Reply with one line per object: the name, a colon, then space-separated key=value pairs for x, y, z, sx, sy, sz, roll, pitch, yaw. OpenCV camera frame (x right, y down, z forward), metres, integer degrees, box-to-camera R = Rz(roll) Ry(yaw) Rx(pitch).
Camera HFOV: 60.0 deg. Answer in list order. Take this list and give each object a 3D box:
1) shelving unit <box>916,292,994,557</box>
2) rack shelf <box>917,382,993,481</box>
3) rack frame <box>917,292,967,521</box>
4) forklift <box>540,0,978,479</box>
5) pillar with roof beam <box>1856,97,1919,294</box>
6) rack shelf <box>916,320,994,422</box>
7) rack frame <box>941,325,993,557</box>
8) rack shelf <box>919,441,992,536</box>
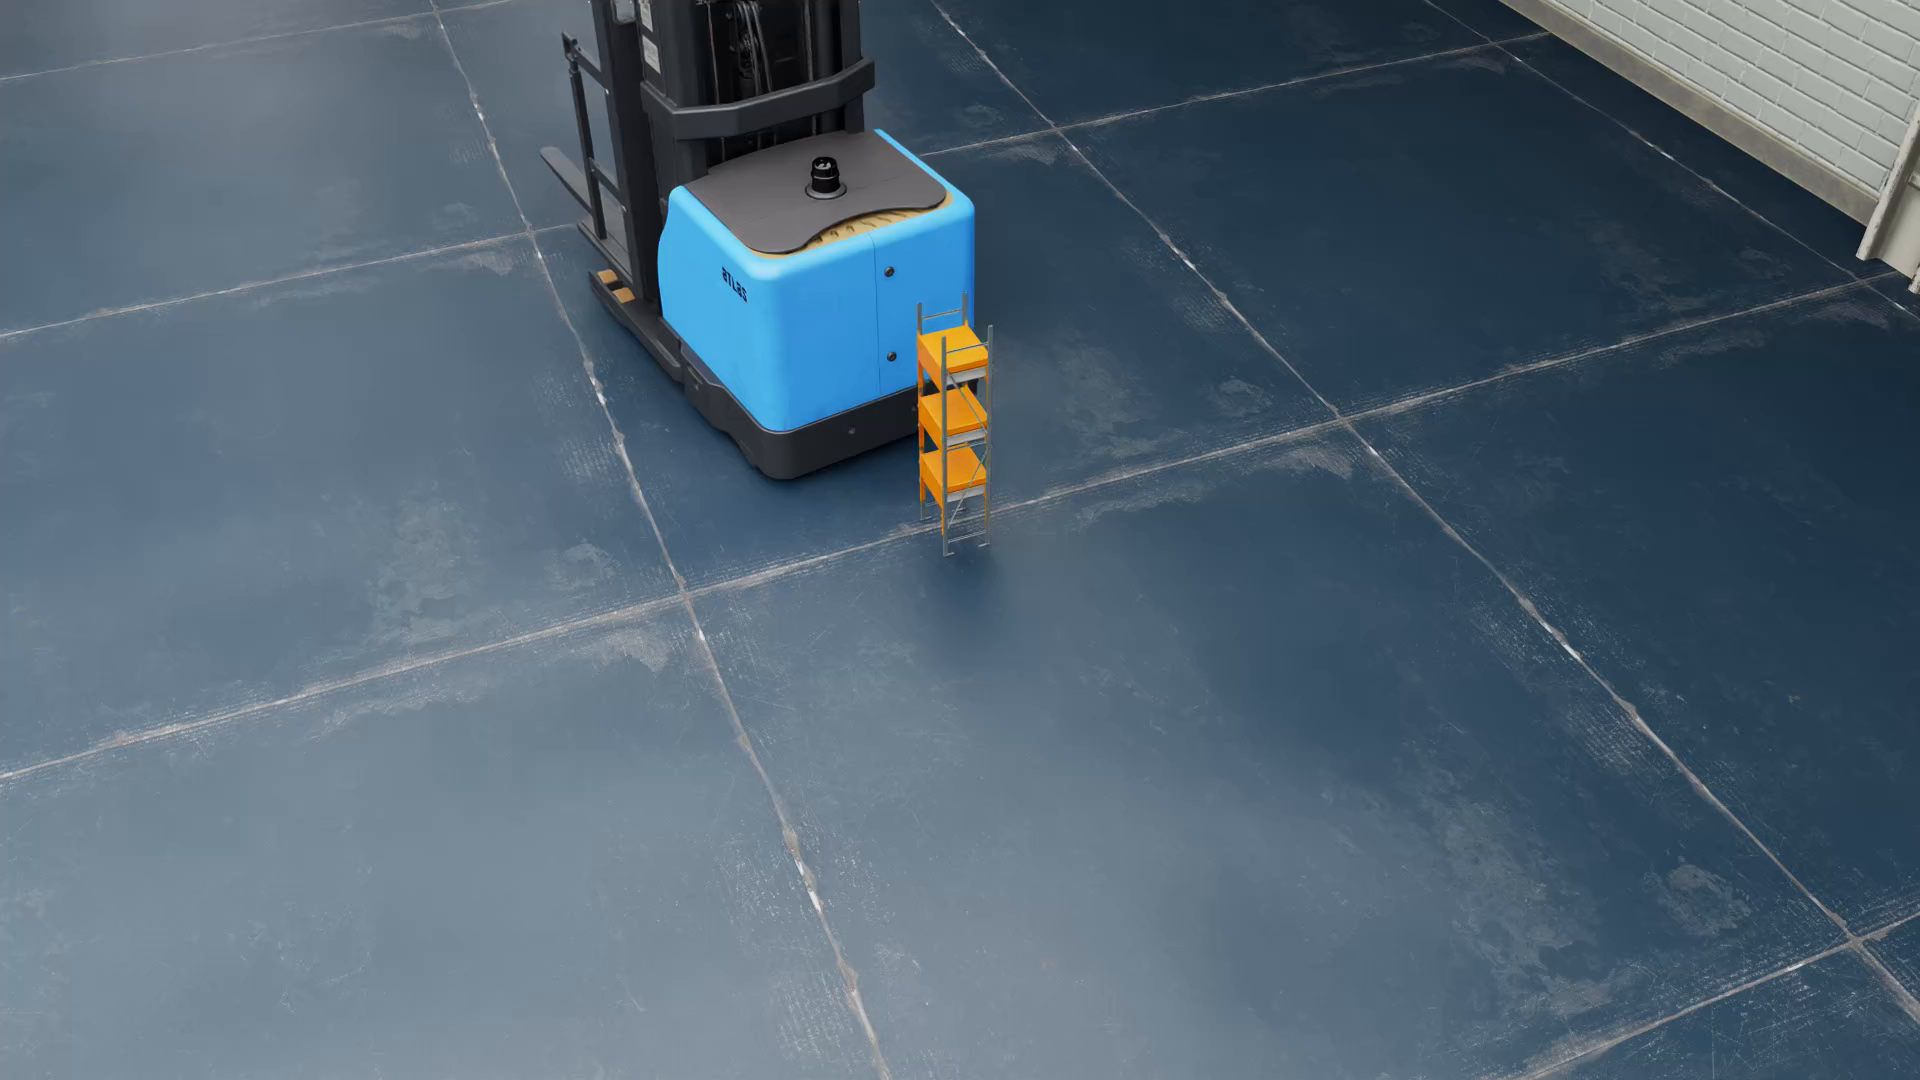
shelving unit: x=-0.020 y=-0.430 z=6.445 sx=0.215 sy=1.050 sz=0.252 roll=-15 pitch=43 yaw=-17
rack shelf: x=-0.020 y=-0.422 z=6.452 sx=0.215 sy=0.259 sz=0.240 roll=-15 pitch=43 yaw=-17
rack frame: x=-0.067 y=-0.504 z=6.531 sx=0.200 sy=1.050 sz=0.008 roll=-15 pitch=43 yaw=-17
forklift: x=-1.136 y=-2.299 z=7.176 sx=1.130 sy=2.935 sz=3.031 roll=-22 pitch=46 yaw=-24
pillar with roof beam: x=0.777 y=-3.701 z=4.152 sx=9.100 sy=9.000 sz=0.400 roll=-15 pitch=43 yaw=-17
rack shelf: x=-0.020 y=-0.637 z=6.267 sx=0.215 sy=0.259 sz=0.240 roll=-15 pitch=43 yaw=-17
rack frame: x=0.026 y=-0.357 z=6.360 sx=0.200 sy=1.050 sz=0.008 roll=-15 pitch=43 yaw=-17
rack shelf: x=-0.020 y=-0.212 z=6.633 sx=0.215 sy=0.259 sz=0.240 roll=-15 pitch=43 yaw=-17
